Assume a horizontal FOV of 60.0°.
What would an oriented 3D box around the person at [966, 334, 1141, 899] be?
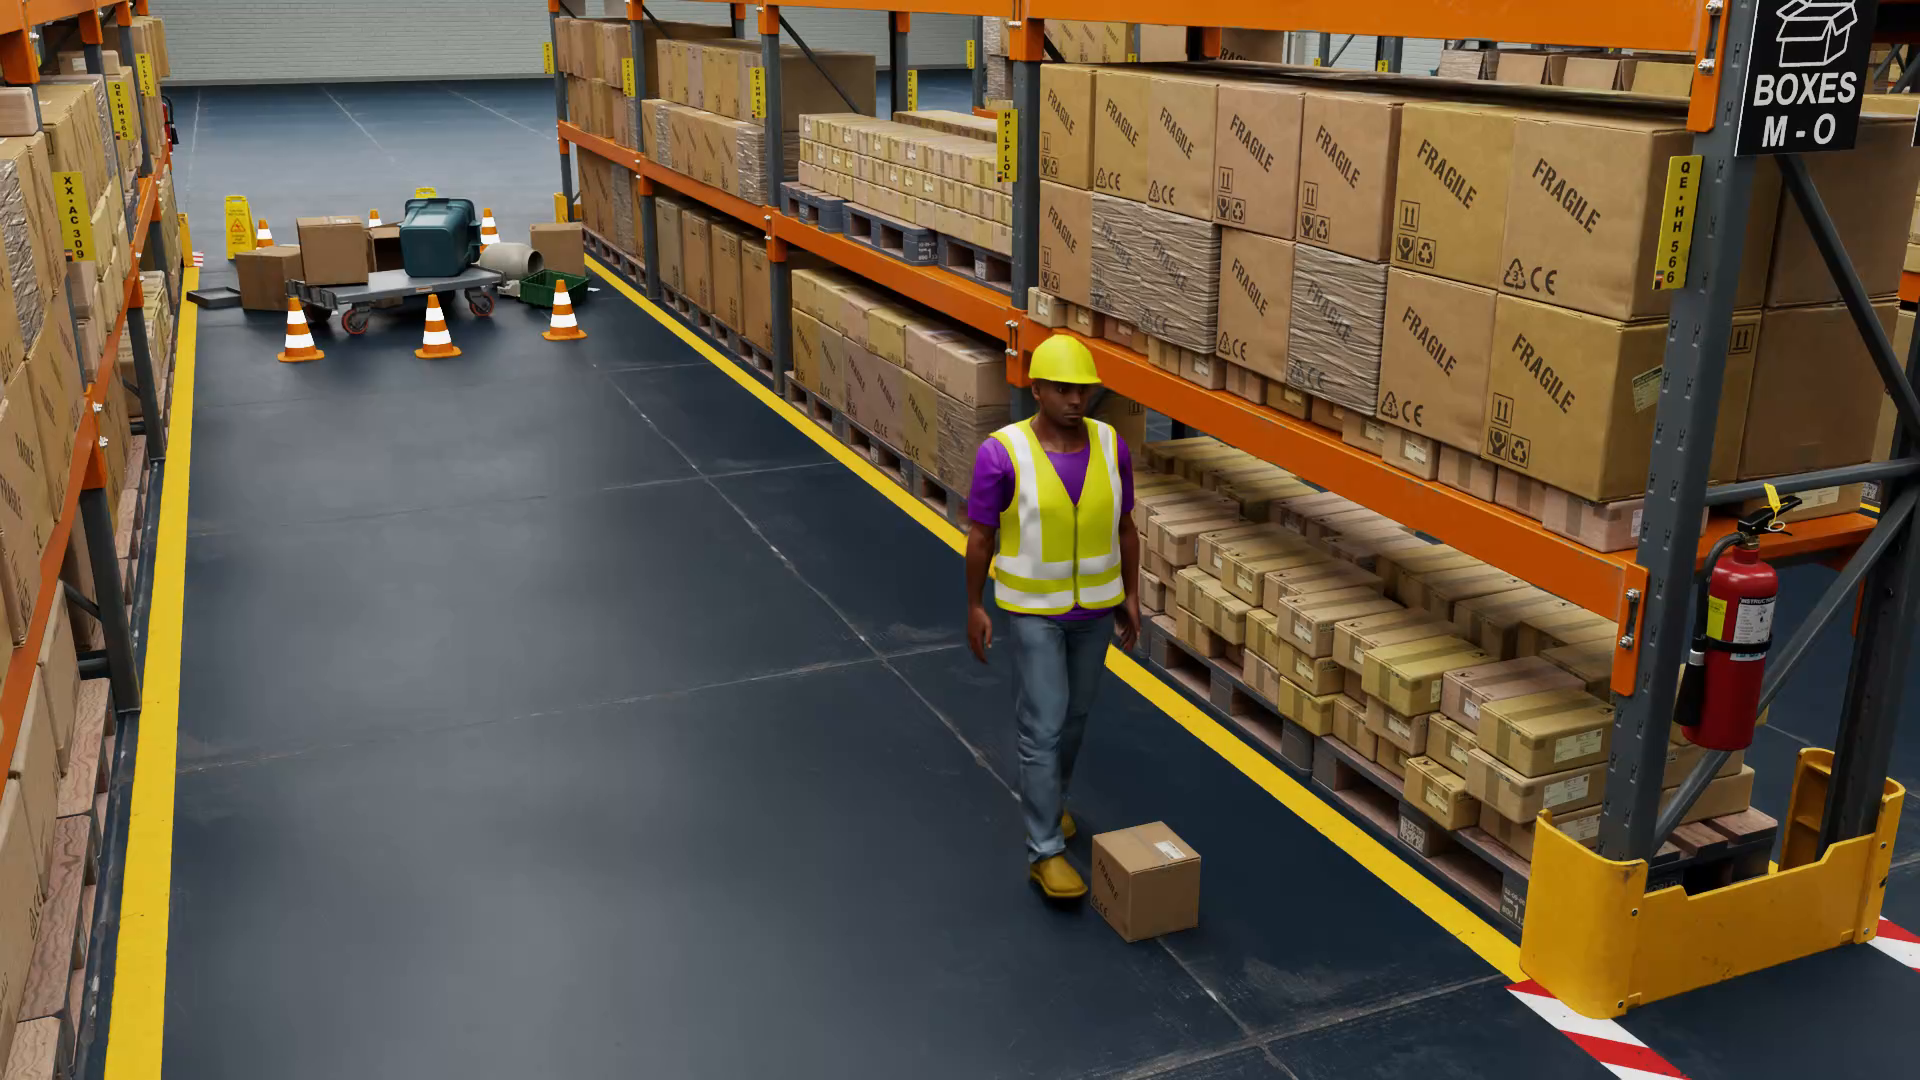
[{"bbox_3d":[0.350,0.236,5.334,0.585,1.758,0.734,-6,20,-18],"label":"person"}]
